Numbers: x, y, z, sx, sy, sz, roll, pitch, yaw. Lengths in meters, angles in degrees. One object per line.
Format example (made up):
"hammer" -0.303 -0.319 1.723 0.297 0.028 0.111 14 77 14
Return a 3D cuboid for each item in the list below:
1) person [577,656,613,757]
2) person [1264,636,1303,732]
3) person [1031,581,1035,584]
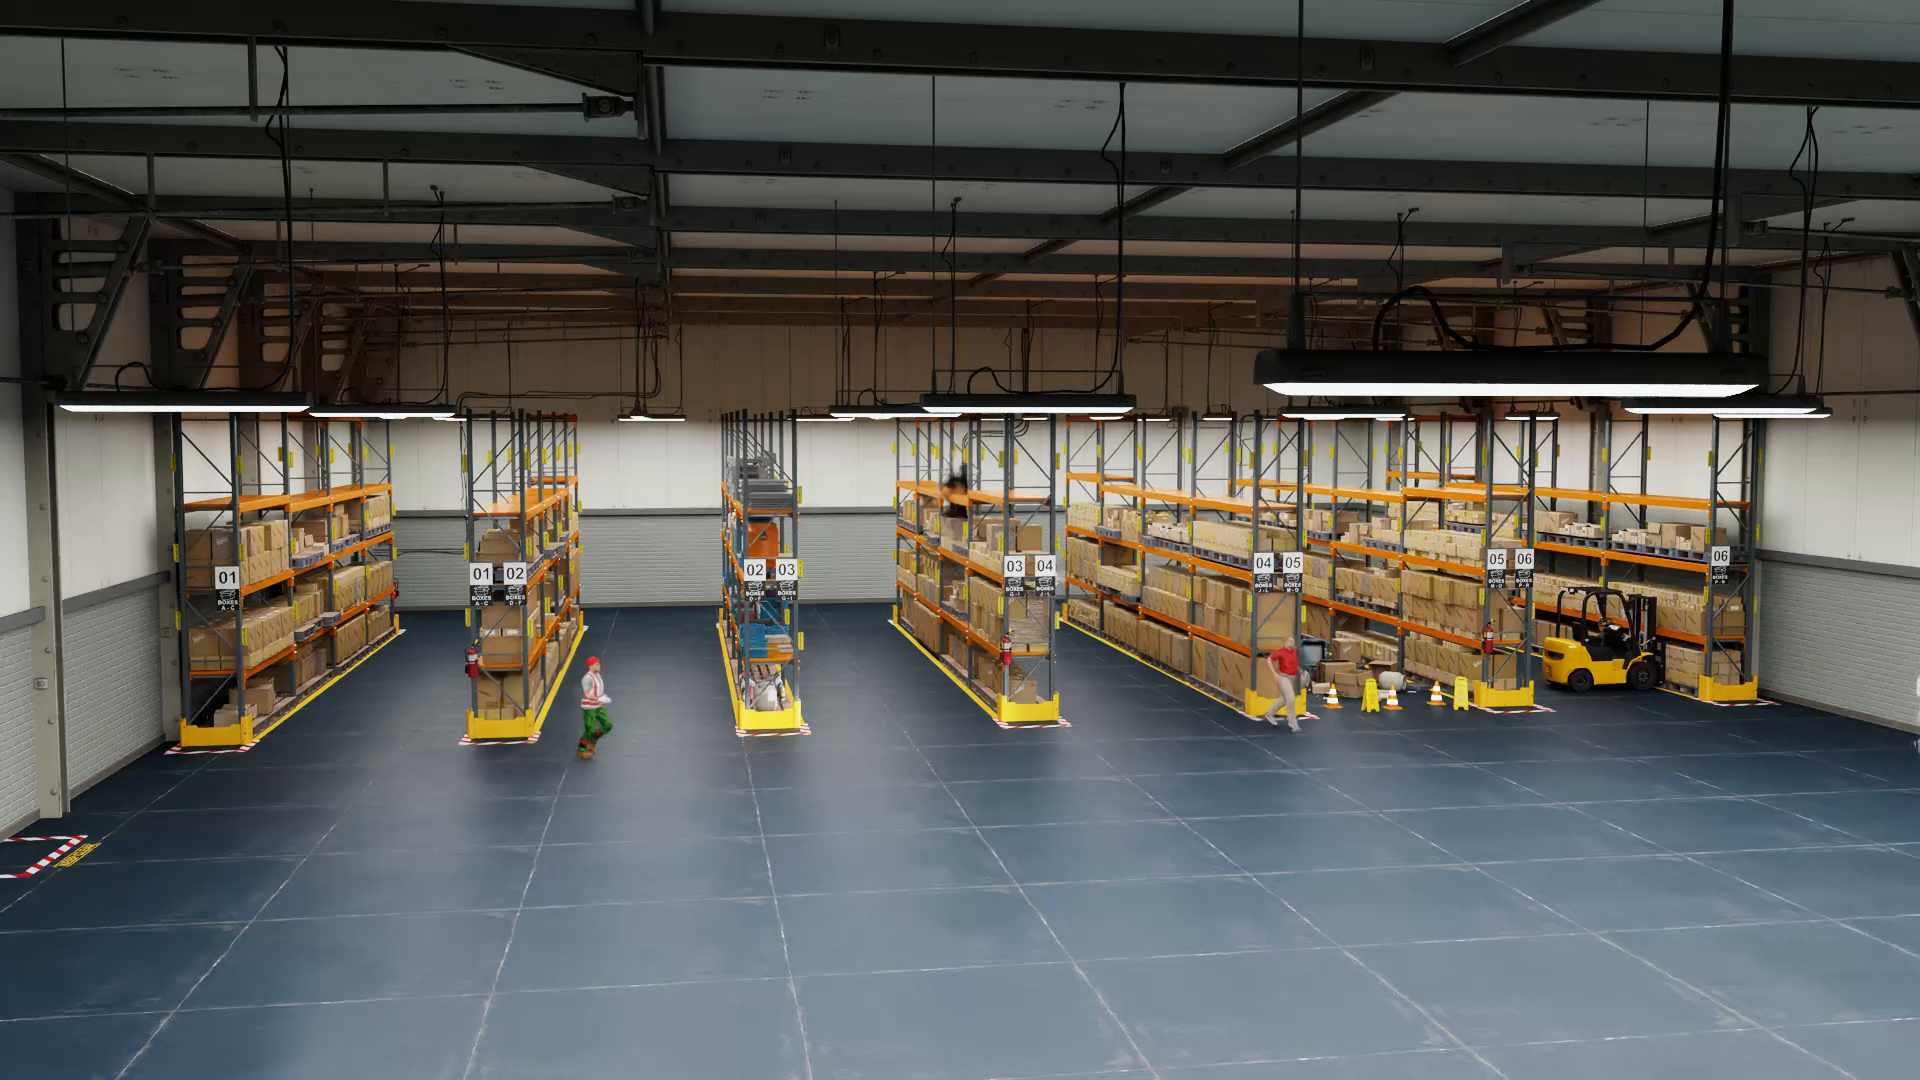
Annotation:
"person" -6.225 2.852 28.442 0.710 1.739 0.654 1 4 18
"person" 6.135 2.686 31.308 0.897 1.769 0.669 3 5 40
"person" 1.970 1.528 48.349 0.608 1.702 0.745 2 5 28
